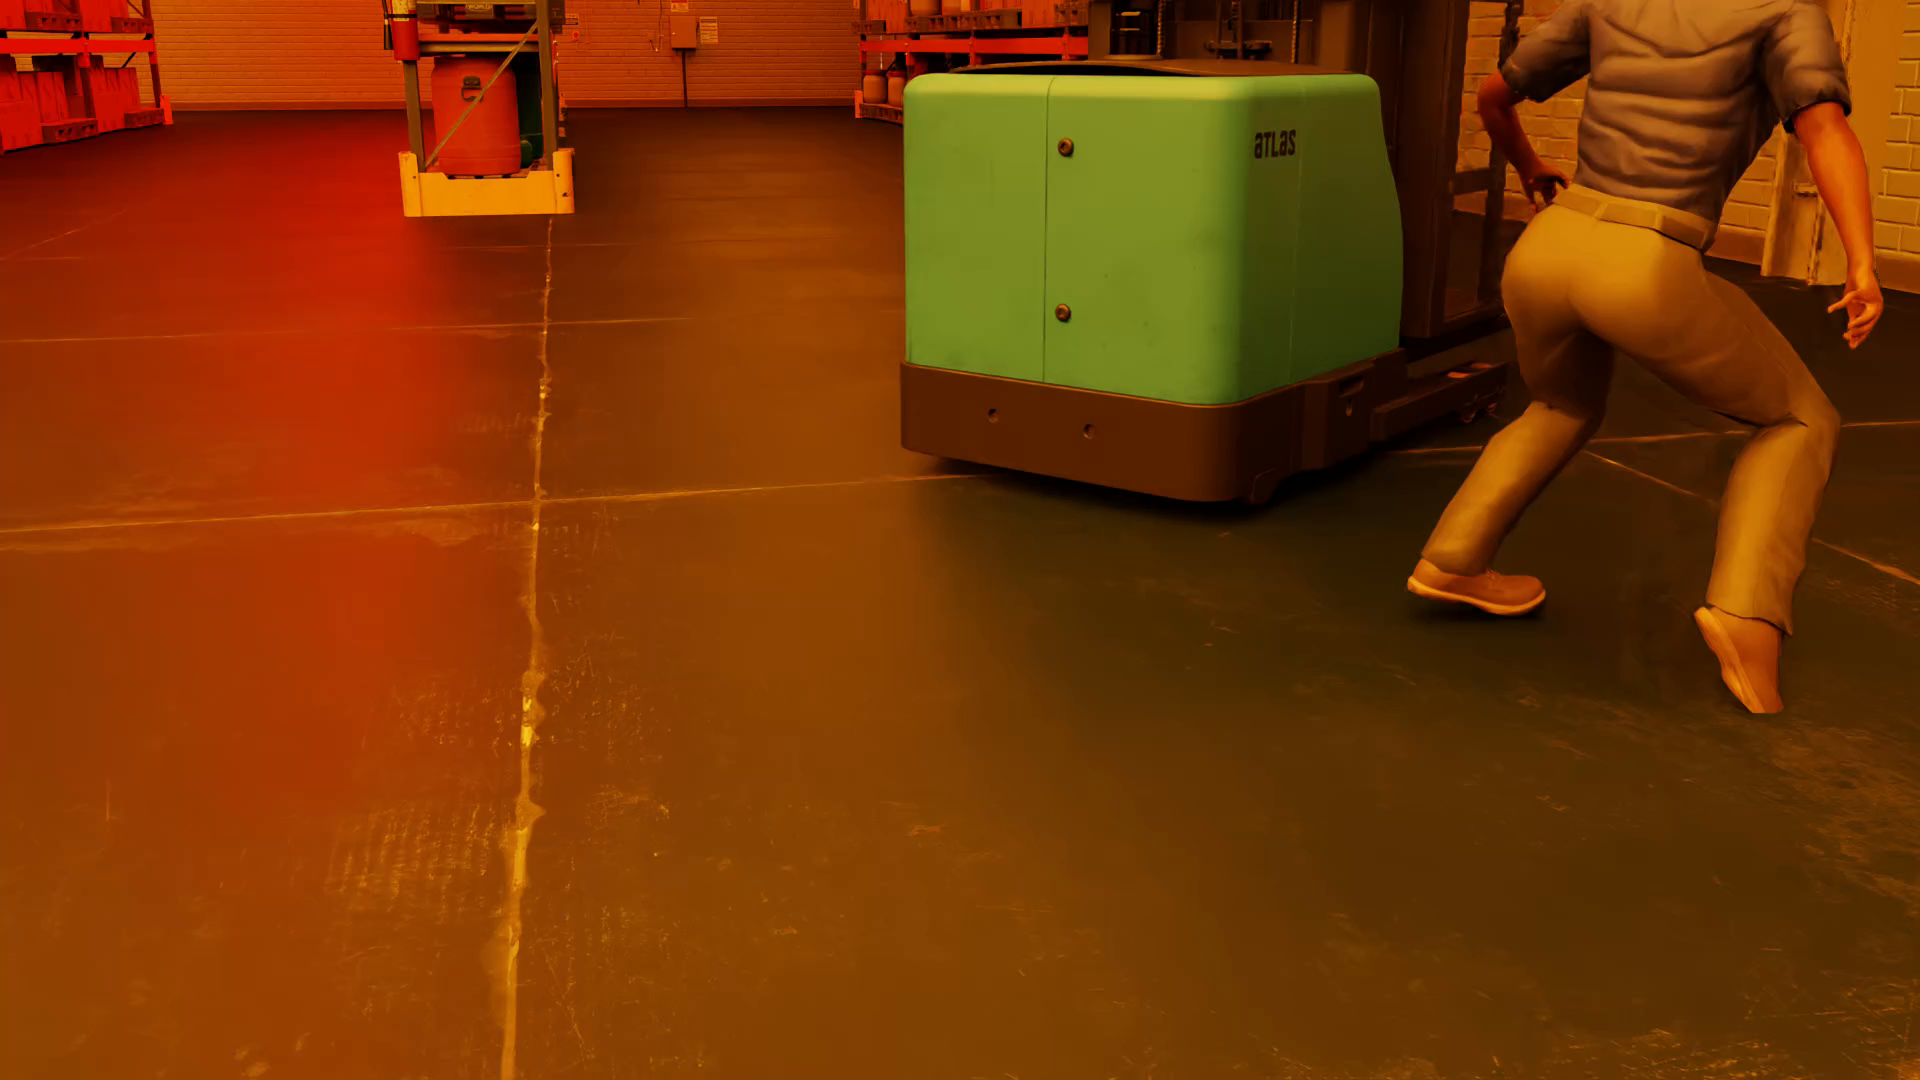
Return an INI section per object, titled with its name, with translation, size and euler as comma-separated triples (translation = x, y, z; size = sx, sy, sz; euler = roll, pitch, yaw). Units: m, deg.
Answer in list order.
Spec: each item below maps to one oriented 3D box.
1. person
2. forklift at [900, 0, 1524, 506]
[person]
translation = 1.319, -0.455, 3.088
size = 0.517, 1.567, 0.941
euler = -12, 20, -34
[forklift]
translation = 1.130, -1.848, 5.091
size = 1.130, 2.935, 3.031
euler = 12, 20, 36
